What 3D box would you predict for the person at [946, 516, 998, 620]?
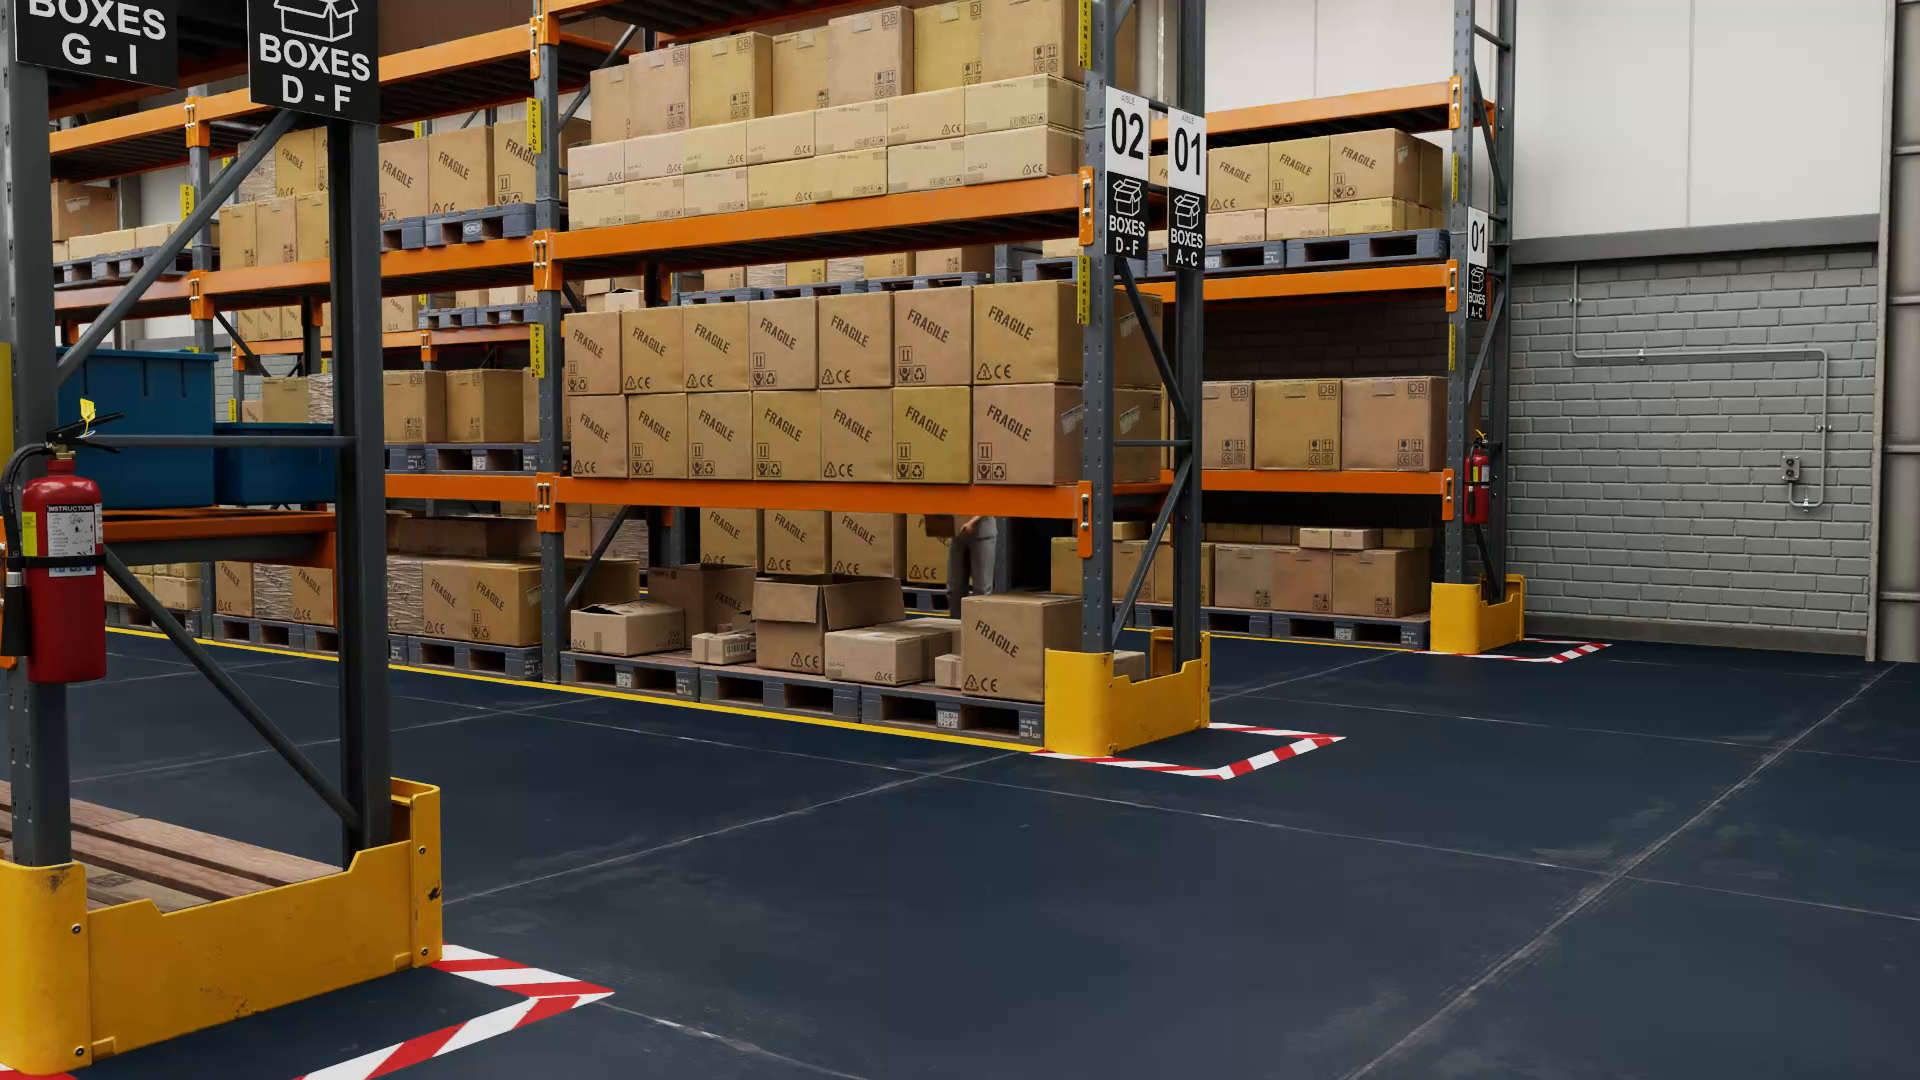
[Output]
[{"bbox_3d":[0.059,0.008,11.527,0.442,1.667,0.549,2,4,36],"label":"person"}]
